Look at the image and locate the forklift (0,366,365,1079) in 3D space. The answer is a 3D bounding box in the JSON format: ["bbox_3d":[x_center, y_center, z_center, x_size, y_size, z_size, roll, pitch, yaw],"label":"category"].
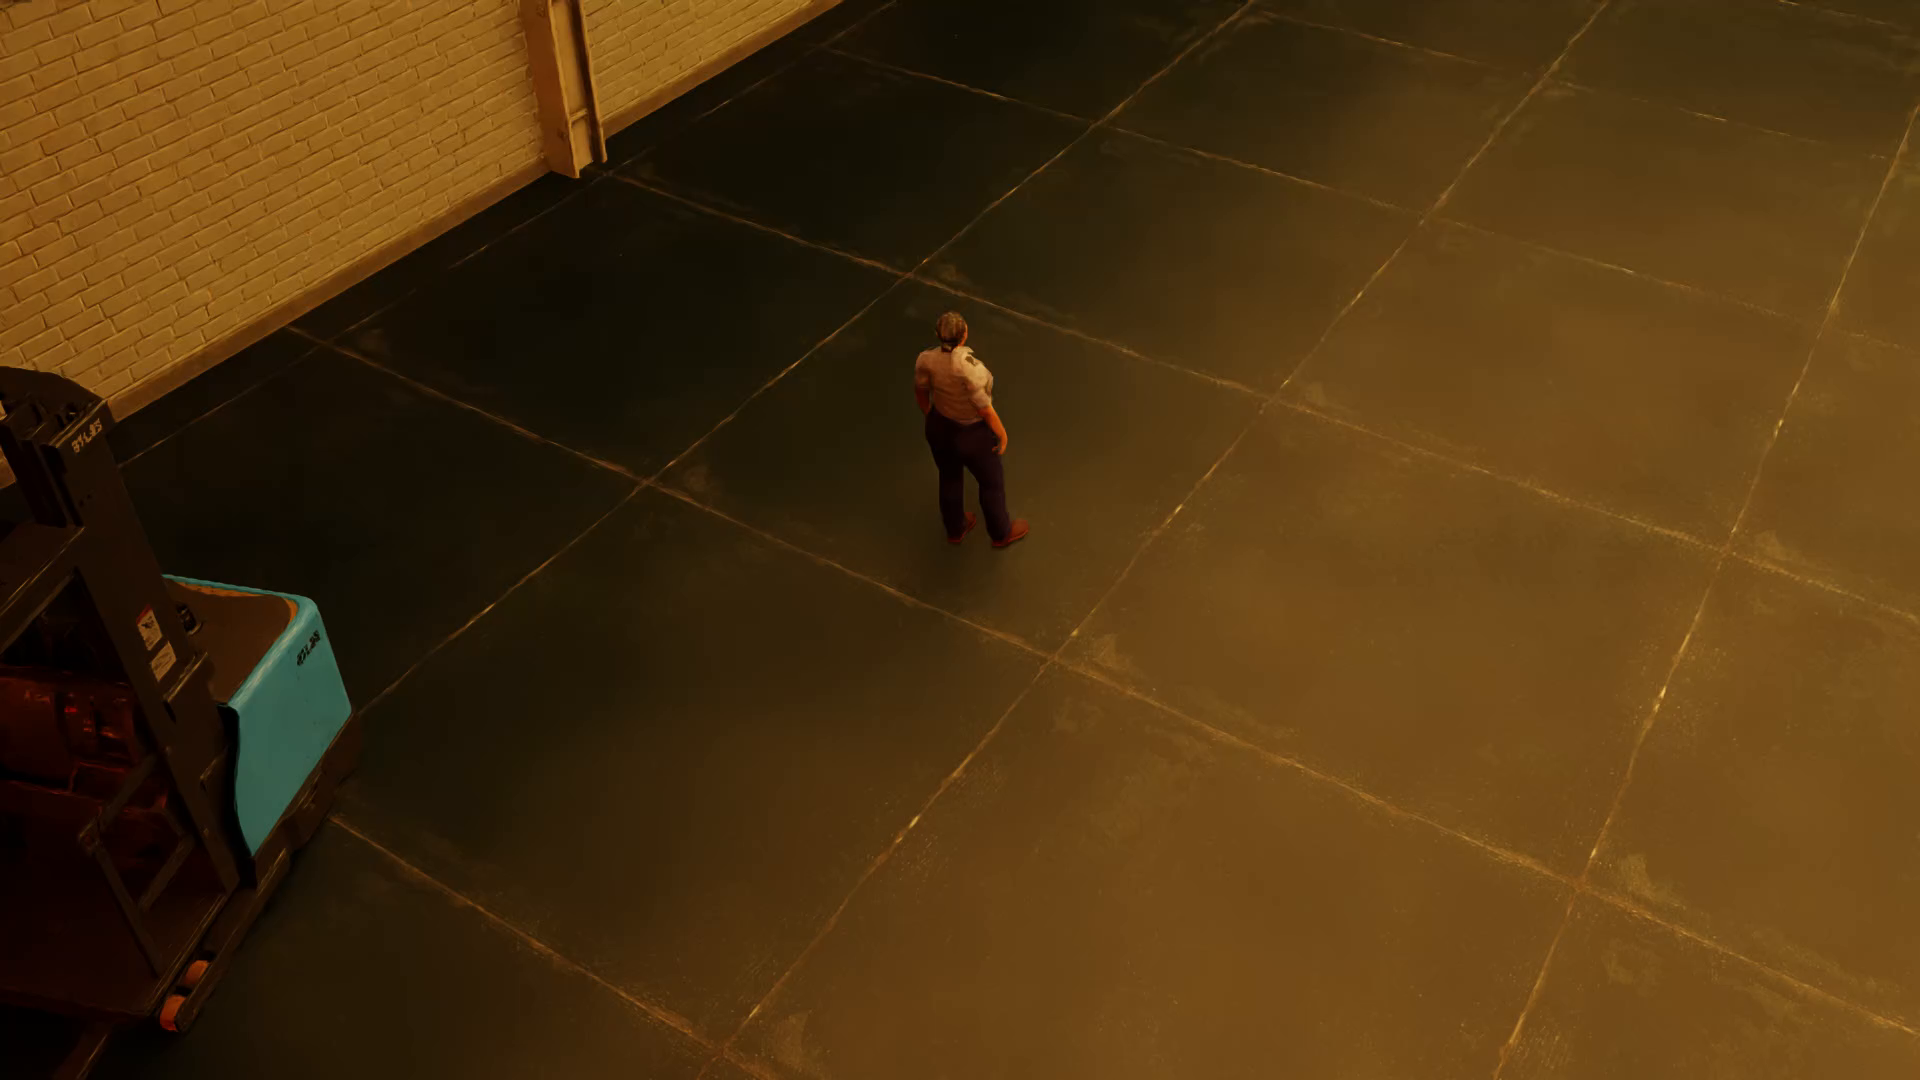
[{"bbox_3d":[-3.984,0.851,6.963,1.130,2.935,3.031,8,41,9],"label":"forklift"}]

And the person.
[{"bbox_3d":[0.067,-0.675,9.745,0.599,1.650,0.502,22,45,24],"label":"person"}]
